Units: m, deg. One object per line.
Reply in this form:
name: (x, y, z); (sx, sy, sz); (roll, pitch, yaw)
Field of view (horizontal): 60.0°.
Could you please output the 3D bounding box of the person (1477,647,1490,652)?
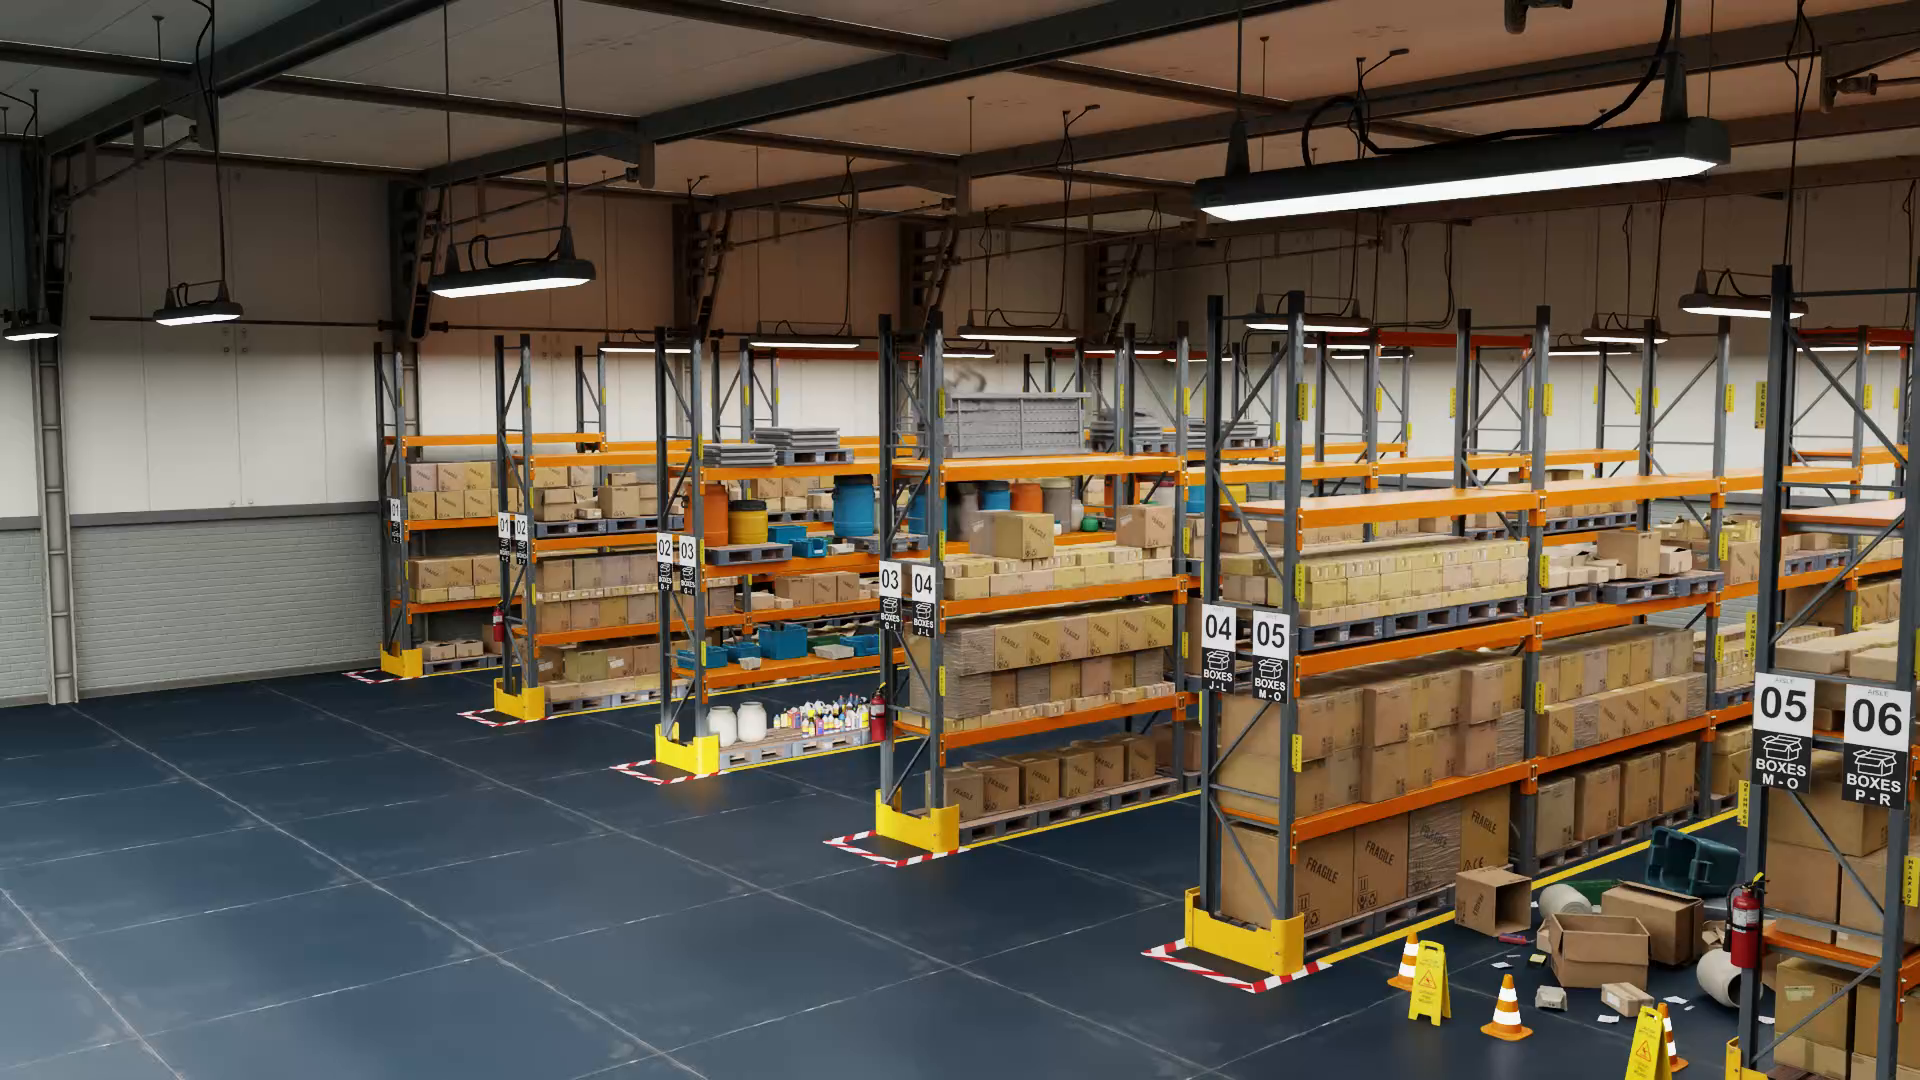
person: (6.800, 2.282, 21.644); (0.704, 1.814, 0.906); (5, 7, 42)
